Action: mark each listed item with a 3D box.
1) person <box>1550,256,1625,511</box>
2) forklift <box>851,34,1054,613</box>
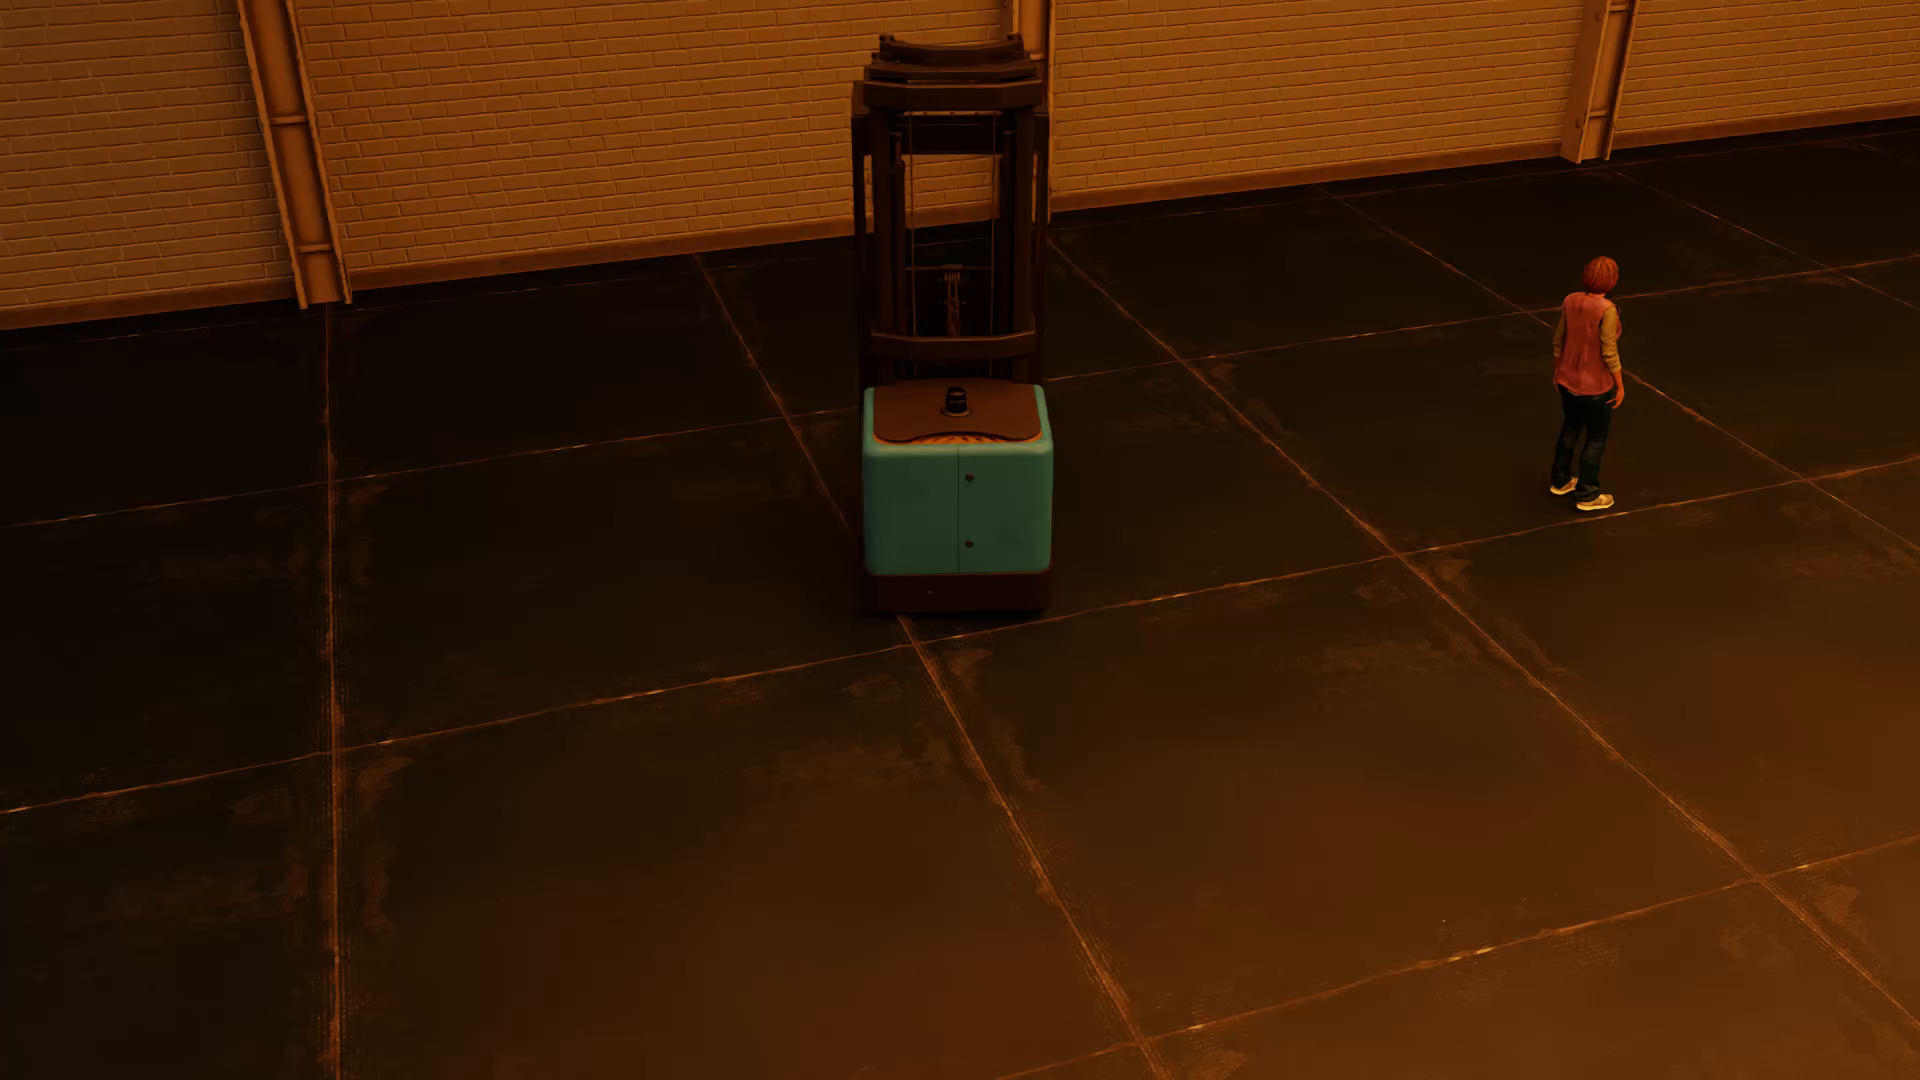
[{"bbox_3d":[3.826,-0.957,10.087,0.405,1.604,0.497,-15,33,-24],"label":"person"},{"bbox_3d":[-0.063,-1.567,9.811,1.130,2.935,3.031,-1,30,-2],"label":"forklift"}]
